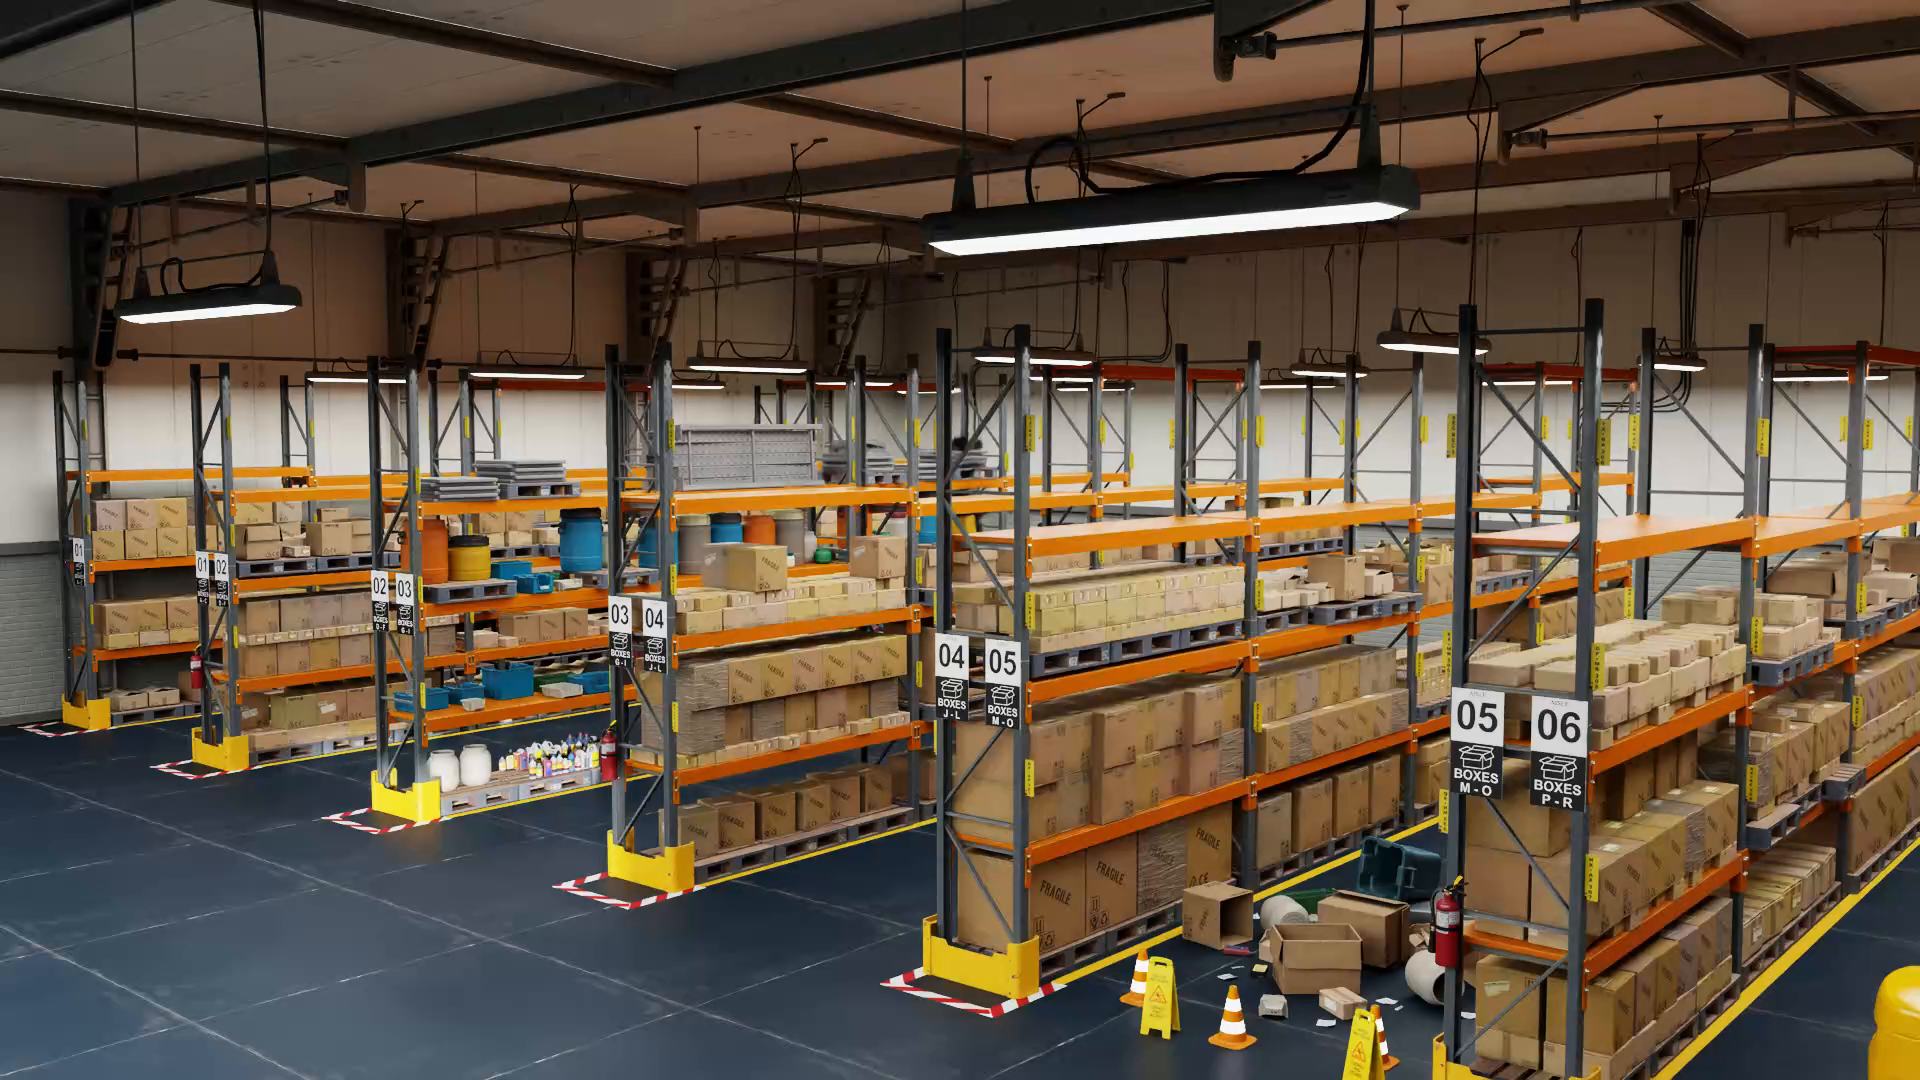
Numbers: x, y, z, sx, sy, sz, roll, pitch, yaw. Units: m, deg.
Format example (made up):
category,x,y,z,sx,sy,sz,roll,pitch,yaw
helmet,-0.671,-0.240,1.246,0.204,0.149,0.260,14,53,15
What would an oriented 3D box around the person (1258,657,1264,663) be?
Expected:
category,x,y,z,sx,sy,sz,roll,pitch,yaw
person,4.551,2.562,25.496,0.547,1.543,0.516,3,5,33
